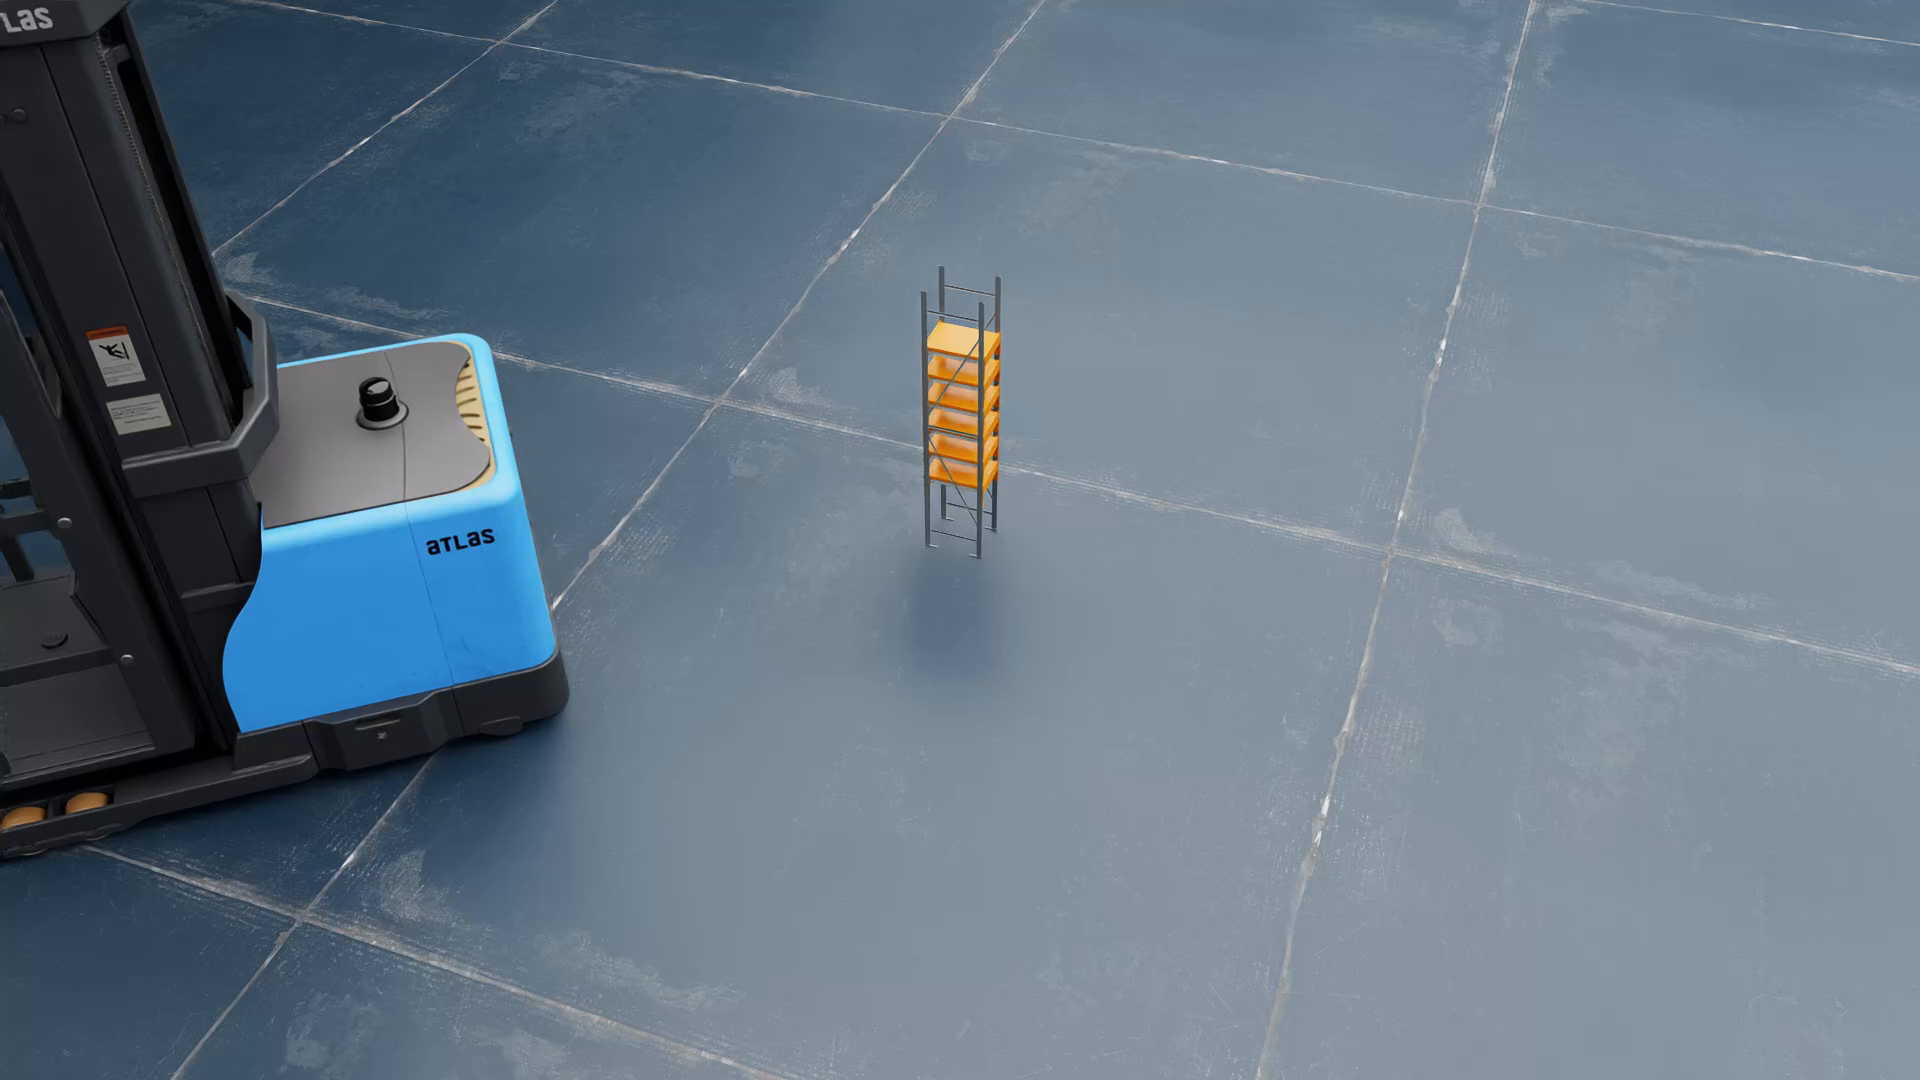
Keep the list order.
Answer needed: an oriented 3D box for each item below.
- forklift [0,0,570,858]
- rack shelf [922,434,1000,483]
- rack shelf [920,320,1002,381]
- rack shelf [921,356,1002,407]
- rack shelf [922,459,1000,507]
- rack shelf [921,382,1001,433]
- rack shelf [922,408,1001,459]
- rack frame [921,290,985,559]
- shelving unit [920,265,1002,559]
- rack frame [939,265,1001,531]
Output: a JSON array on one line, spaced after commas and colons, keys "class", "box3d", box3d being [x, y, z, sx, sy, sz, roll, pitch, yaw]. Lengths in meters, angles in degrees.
[{"class": "forklift", "box3d": [-2.979, -0.456, 5.026, 3.031, 2.935, 1.130, -12, 42, -14]}, {"class": "rack shelf", "box3d": [0.005, -0.340, 6.478, 0.258, 0.103, 0.180, 13, 42, 15]}, {"class": "rack shelf", "box3d": [0.005, -0.705, 6.166, 0.258, 0.103, 0.180, 13, 42, 15]}, {"class": "rack shelf", "box3d": [0.005, -0.614, 6.244, 0.258, 0.103, 0.180, 13, 42, 15]}, {"class": "rack shelf", "box3d": [0.005, -0.249, 6.556, 0.258, 0.103, 0.180, 13, 42, 15]}, {"class": "rack shelf", "box3d": [0.005, -0.523, 6.322, 0.258, 0.103, 0.180, 13, 42, 15]}, {"class": "rack shelf", "box3d": [0.005, -0.431, 6.400, 0.258, 0.103, 0.180, 13, 42, 15]}, {"class": "rack frame", "box3d": [-0.026, -0.409, 6.306, 0.240, 1.200, 0.006, 13, 42, 15]}, {"class": "shelving unit", "box3d": [0.005, -0.465, 6.371, 0.258, 1.200, 0.189, 13, 42, 15]}, {"class": "rack frame", "box3d": [0.036, -0.521, 6.436, 0.240, 1.200, 0.006, 13, 42, 15]}]
